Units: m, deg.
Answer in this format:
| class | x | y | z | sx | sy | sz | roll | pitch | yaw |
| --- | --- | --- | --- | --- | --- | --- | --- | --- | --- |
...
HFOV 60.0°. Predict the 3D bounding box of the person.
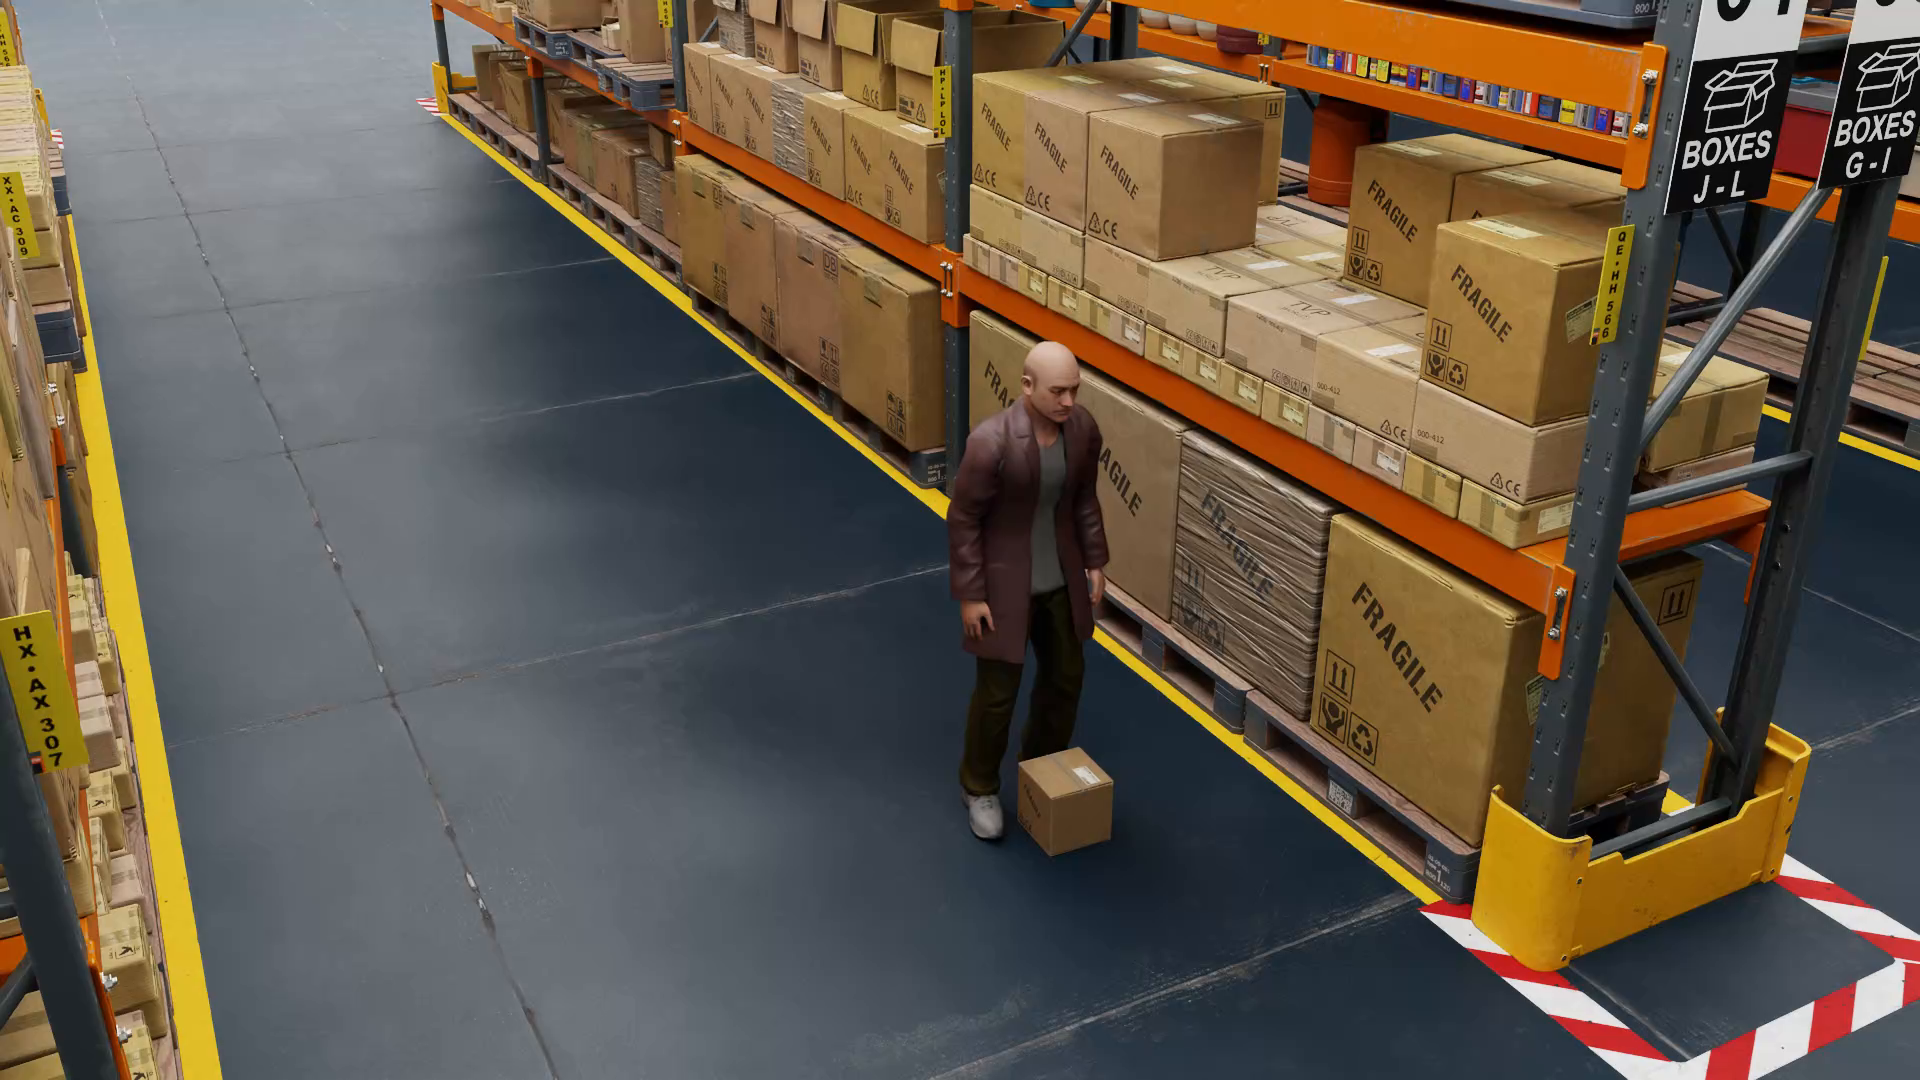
| class | x | y | z | sx | sy | sz | roll | pitch | yaw |
| --- | --- | --- | --- | --- | --- | --- | --- | --- | --- |
| person | 0.253 | 0.151 | 5.806 | 0.648 | 1.772 | 0.433 | -15 | 29 | -28 |
